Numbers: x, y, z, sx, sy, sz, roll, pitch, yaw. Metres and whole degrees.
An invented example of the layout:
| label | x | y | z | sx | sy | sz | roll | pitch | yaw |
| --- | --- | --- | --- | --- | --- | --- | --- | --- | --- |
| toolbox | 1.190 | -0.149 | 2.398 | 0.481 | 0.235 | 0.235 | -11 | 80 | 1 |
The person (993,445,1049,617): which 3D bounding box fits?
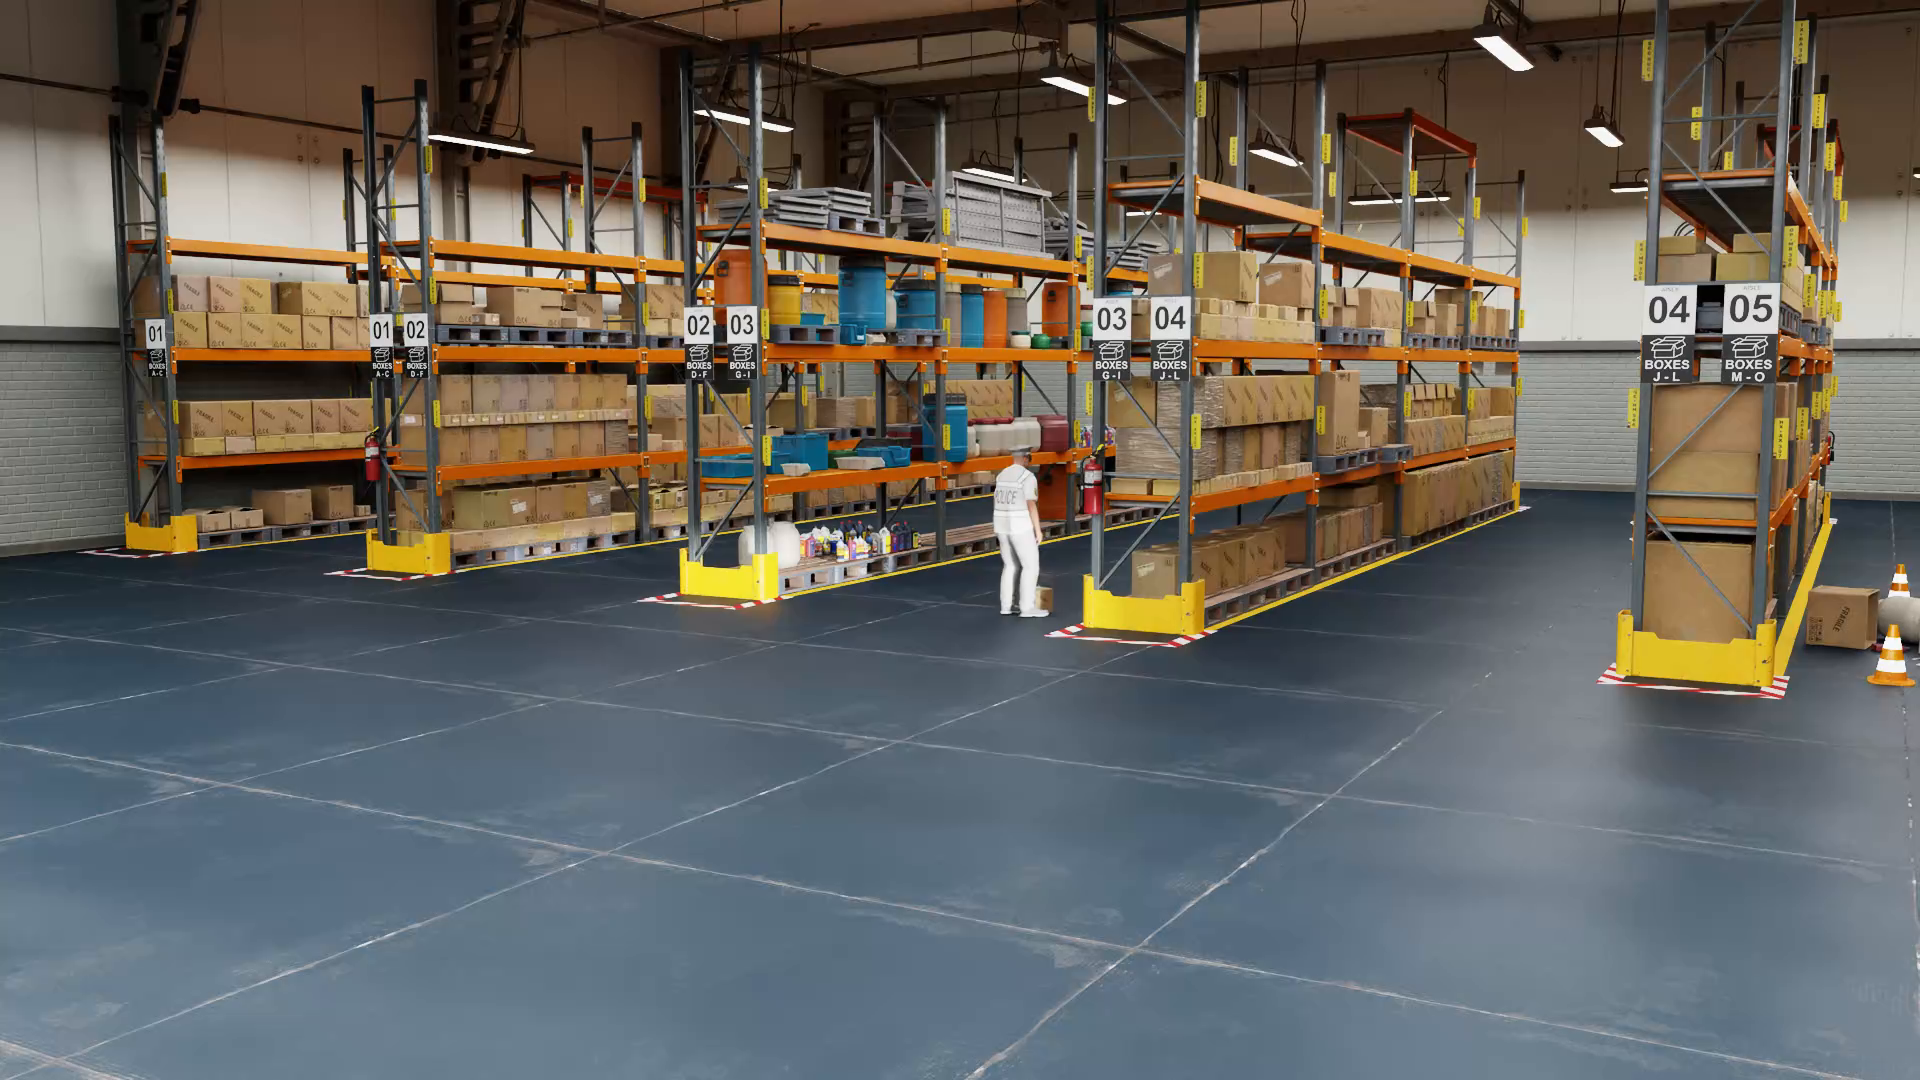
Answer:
| label | x | y | z | sx | sy | sz | roll | pitch | yaw |
| --- | --- | --- | --- | --- | --- | --- | --- | --- | --- |
| person | 0.585 | -0.098 | 17.046 | 0.437 | 1.747 | 0.604 | -6 | 8 | -44 |
